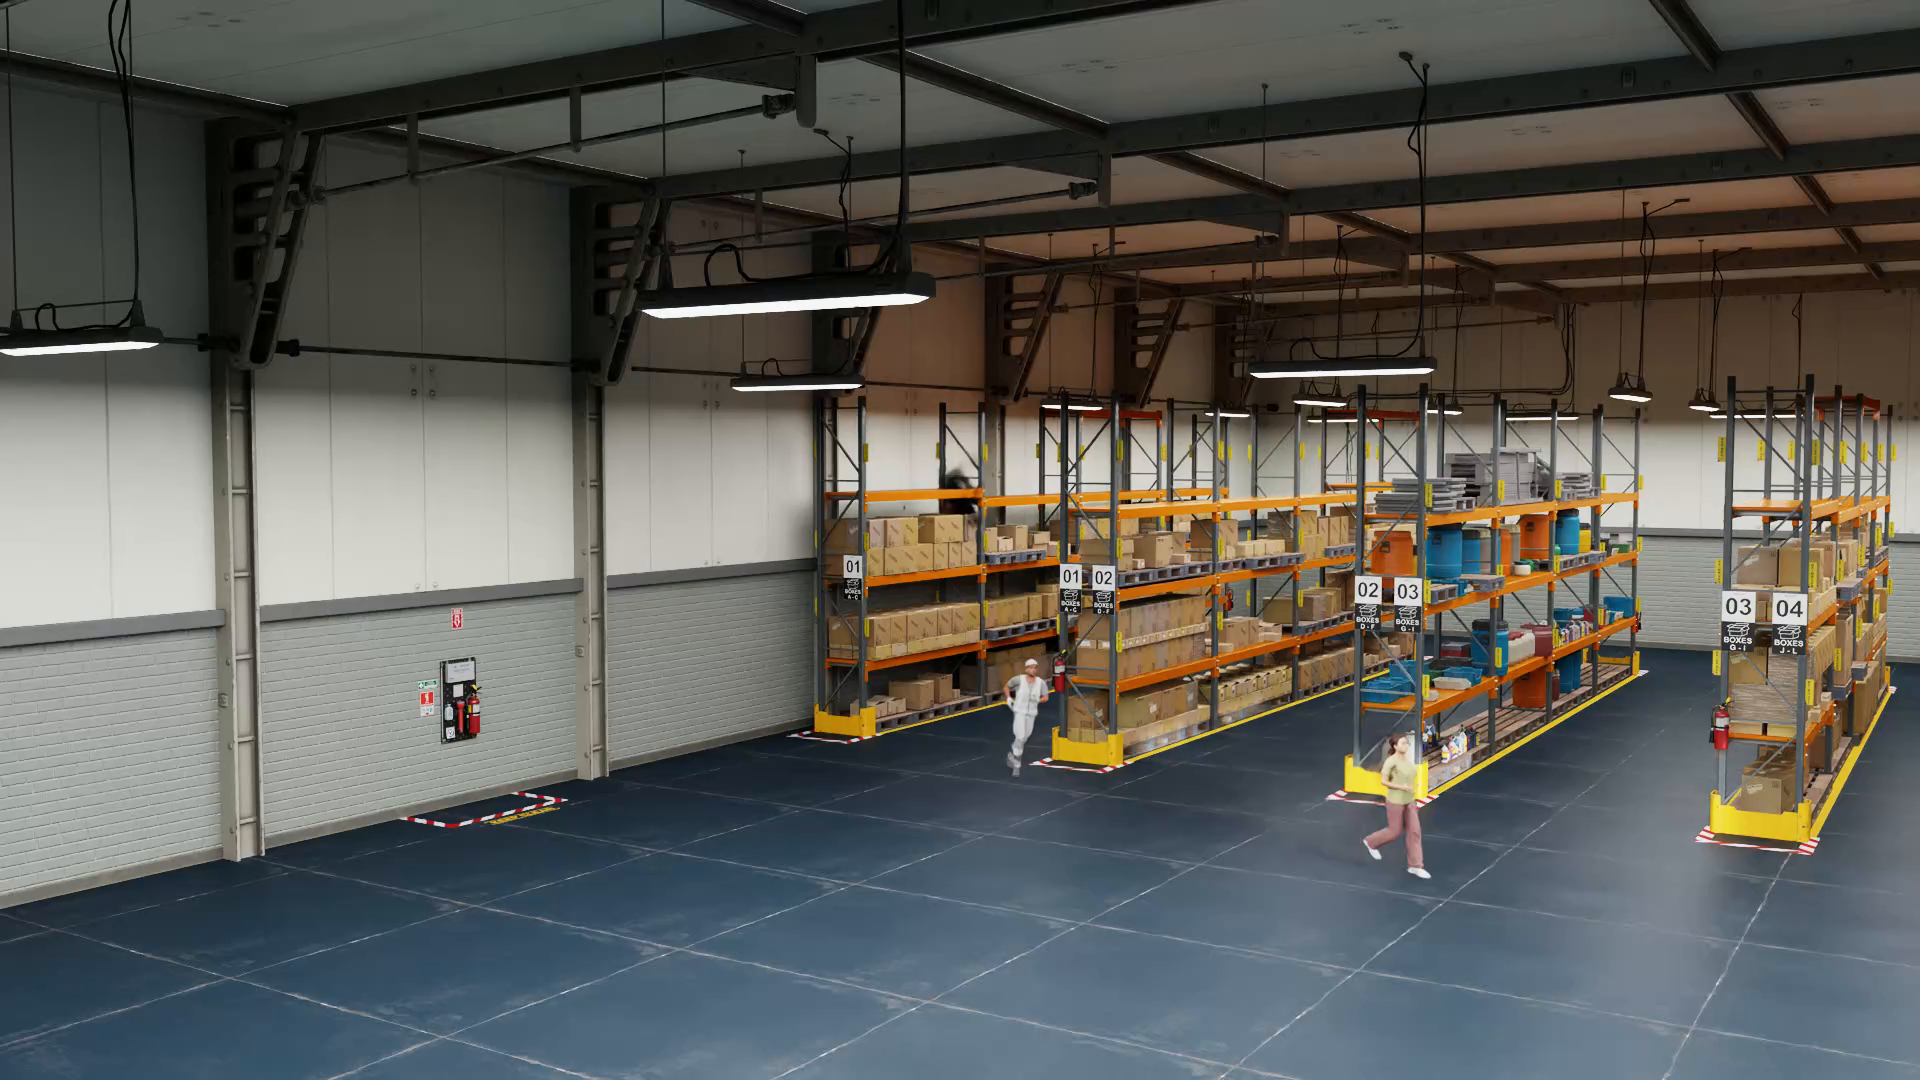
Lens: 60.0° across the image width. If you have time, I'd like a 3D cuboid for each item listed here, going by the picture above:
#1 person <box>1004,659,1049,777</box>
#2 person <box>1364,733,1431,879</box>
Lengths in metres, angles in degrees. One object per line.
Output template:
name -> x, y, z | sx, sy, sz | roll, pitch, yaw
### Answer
person -> 1.038, 2.765, 26.054 | 0.658, 1.839, 0.753 | -1, 3, -17
person -> 5.214, 3.123, 19.769 | 0.578, 1.664, 0.934 | -2, 4, -37
